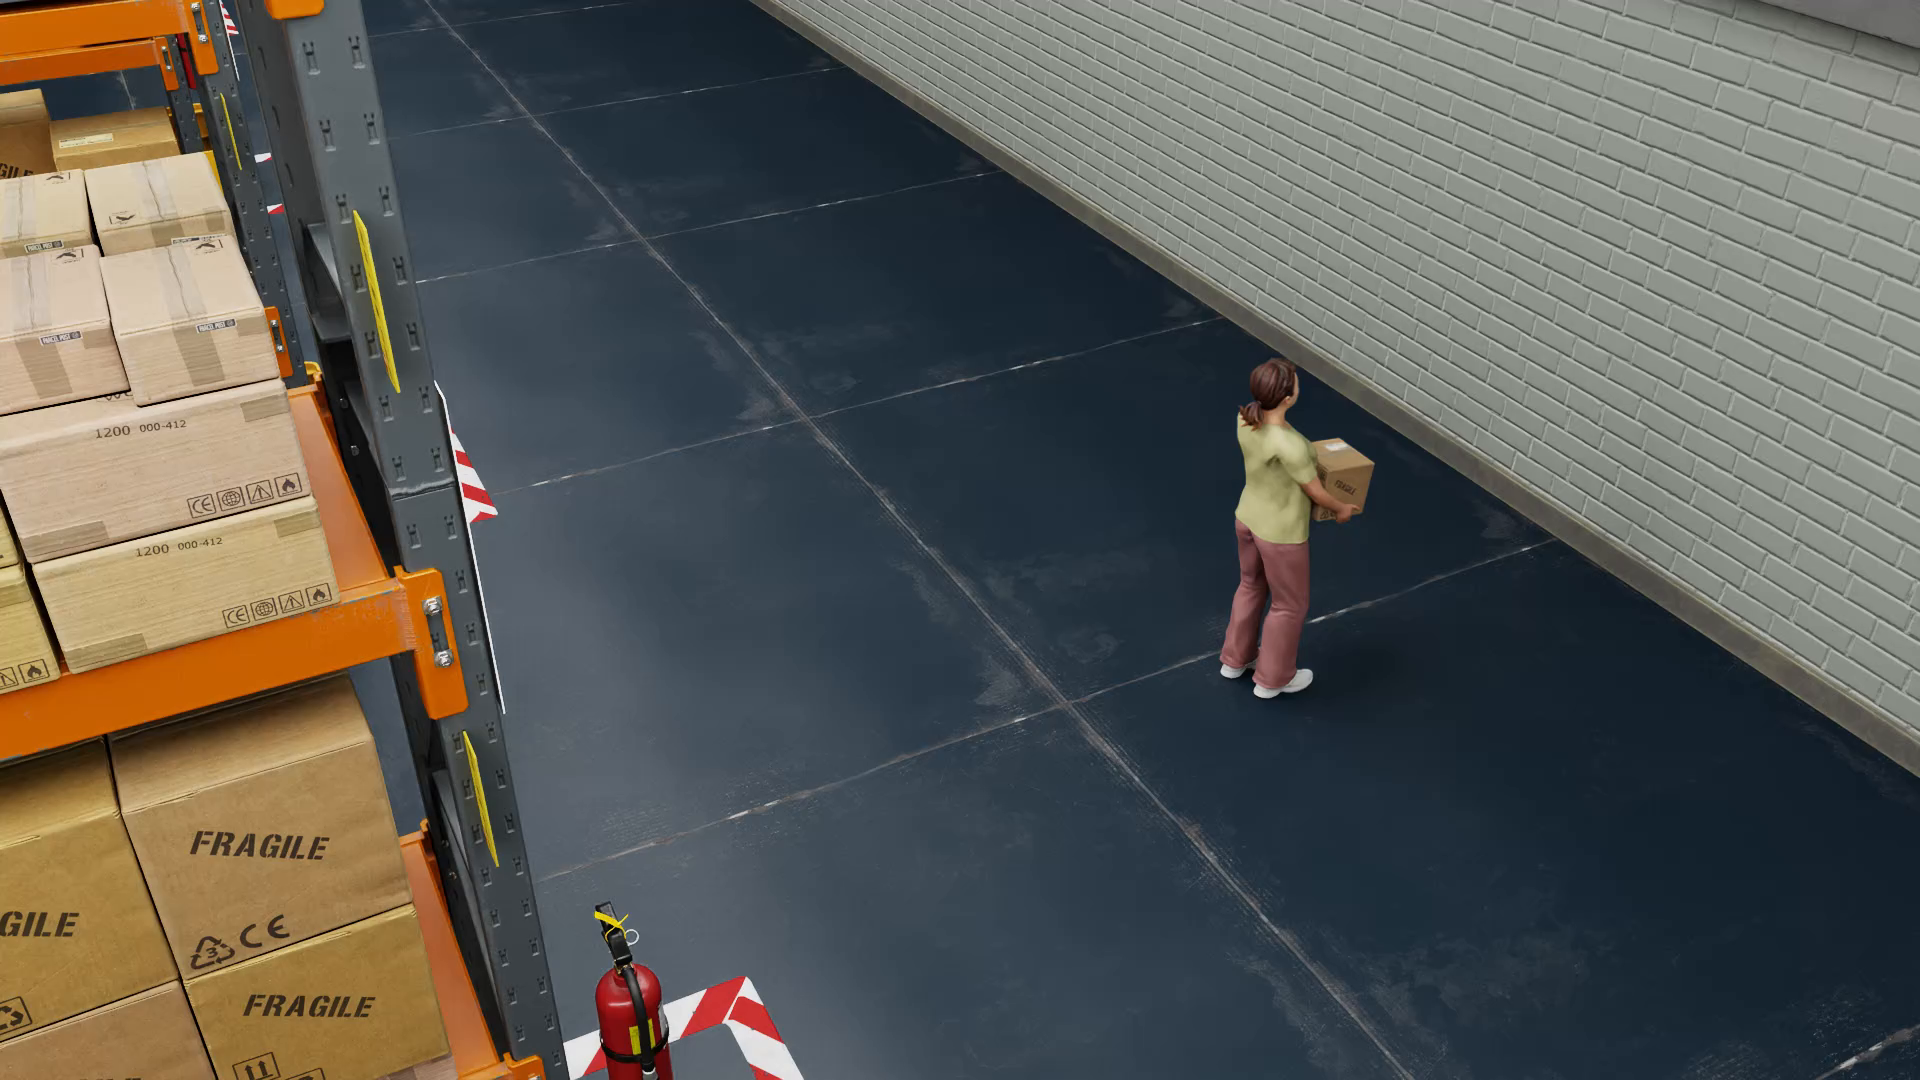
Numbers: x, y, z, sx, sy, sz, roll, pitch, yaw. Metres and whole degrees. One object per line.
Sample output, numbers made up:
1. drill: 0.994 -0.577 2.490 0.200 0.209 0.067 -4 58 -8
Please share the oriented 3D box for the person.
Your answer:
1. person: 1.414 -0.061 7.246 0.562 1.662 0.425 -15 36 -22
